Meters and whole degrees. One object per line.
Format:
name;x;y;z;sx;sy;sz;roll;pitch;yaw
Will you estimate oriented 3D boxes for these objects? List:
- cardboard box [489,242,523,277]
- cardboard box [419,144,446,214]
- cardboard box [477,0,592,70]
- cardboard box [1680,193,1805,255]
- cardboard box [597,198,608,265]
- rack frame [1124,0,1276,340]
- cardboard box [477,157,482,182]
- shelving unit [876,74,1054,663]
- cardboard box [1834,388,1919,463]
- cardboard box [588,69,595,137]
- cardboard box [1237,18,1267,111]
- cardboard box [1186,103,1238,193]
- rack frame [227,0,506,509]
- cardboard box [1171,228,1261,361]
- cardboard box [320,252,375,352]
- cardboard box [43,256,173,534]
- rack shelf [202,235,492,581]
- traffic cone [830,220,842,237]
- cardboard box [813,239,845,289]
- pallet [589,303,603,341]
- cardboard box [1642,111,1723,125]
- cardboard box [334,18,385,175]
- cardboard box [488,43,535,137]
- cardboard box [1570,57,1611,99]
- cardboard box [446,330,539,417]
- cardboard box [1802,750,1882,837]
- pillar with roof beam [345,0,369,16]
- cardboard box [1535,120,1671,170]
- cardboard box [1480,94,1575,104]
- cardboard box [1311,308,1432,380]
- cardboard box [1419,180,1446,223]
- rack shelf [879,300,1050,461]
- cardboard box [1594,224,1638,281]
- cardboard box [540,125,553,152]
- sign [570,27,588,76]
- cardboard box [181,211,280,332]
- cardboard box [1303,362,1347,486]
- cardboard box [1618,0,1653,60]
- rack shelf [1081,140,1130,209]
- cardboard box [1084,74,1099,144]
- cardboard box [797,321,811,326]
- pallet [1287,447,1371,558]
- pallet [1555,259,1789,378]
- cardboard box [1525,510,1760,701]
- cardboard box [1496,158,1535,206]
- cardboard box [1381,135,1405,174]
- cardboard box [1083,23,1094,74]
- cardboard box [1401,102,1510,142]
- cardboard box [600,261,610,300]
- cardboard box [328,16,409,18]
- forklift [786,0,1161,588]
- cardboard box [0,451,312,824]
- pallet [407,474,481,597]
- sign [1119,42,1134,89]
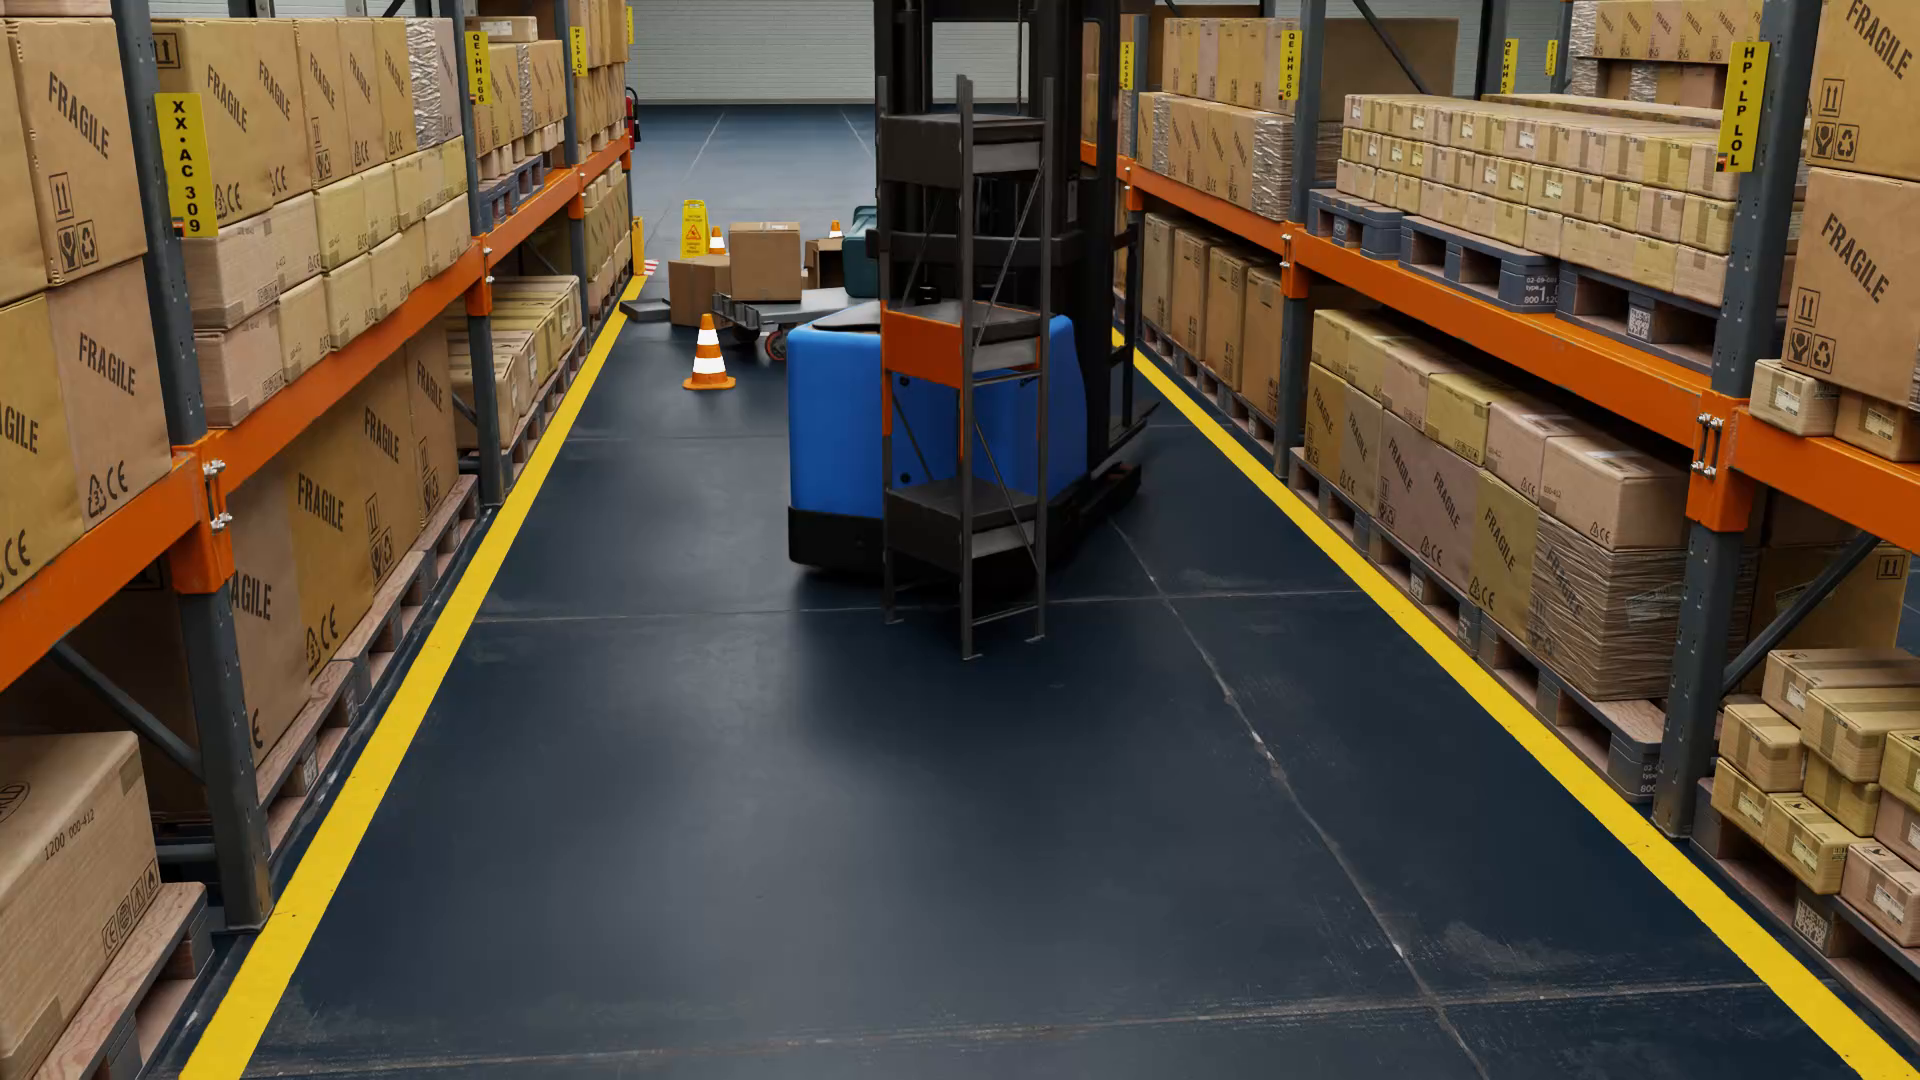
cardboard box;-3.497;-2.197;12.303;0.500;0.500;0.500;-2;18;-6
cardboard box;-2.397;-1.468;6.762;0.500;0.250;0.500;-2;18;-7
cardboard box;-2.998;-3.587;11.761;0.700;0.500;0.500;-2;18;-6
cardboard box;2.332;-0.917;4.811;0.380;0.149;0.250;-1;17;-4
cardboard box;-3.028;-2.372;12.862;0.500;0.500;0.500;-1;17;-3
rack frame;1.745;-2.965;12.115;1.000;3.000;0.127;-2;18;-6
cardboard box;-2.600;-1.859;8.309;0.380;0.149;0.250;-3;18;-9
shelving unit;0.015;-0.640;6.209;0.431;2.100;0.503;-14;22;-37
cardboard box;2.374;-0.293;4.021;0.380;0.149;0.250;-1;17;-4
cardboard box;-3.012;-3.260;12.391;0.500;0.500;0.500;-2;18;-6
cardboard box;2.012;-2.736;9.547;0.700;0.500;0.500;-2;18;-6
cardboard box;1.685;-2.397;10.138;0.500;0.500;0.500;-2;17;-5
rack frame;-2.756;-1.591;7.736;1.000;3.000;0.127;-2;18;-6
cardboard box;1.994;-1.623;10.893;1.050;0.750;0.750;-2;18;-6
cardboard box;-2.218;-0.774;5.384;0.500;0.250;0.500;-2;18;-6
cardboard box;-2.041;-0.316;3.510;0.500;0.500;0.500;-2;18;-5
rack shelf;-2.550;-0.651;5.945;1.077;0.370;4.000;-2;18;-6
traffic cone;-1.185;-2.811;15.858;0.336;0.463;0.334;-2;18;-6
cardboard box;-0.777;-2.124;13.377;0.797;0.637;0.503;-2;18;-6
pallet;-3.273;-1.651;12.583;1.003;0.211;1.213;-2;18;-6
cardboard box;2.821;-1.543;6.310;0.380;0.149;0.250;-1;17;-4
cardboard box;-2.292;-1.518;5.667;0.500;0.500;0.500;-2;18;-7
cardboard box;-2.738;-2.584;9.535;0.500;0.500;0.500;-2;18;-8
cardboard box;6.305;-4.305;15.719;0.875;0.500;0.500;-2;18;-6
cardboard box;-2.888;-0.925;9.303;0.950;0.372;0.625;-2;18;-7
cardboard box;2.404;0.627;4.235;0.380;0.149;0.250;-2;18;-5
pillar with roof beam;-6.917;-11.942;30.693;9.100;9.000;0.400;-2;18;-6
cardboard box;2.232;-1.368;5.753;0.380;0.149;0.250;-2;18;-7
cardboard box;2.664;-2.006;7.784;0.380;0.149;0.250;-2;18;-8
cardboard box;1.988;-0.926;7.840;0.500;0.250;0.500;-3;18;-8
cardboard box;2.118;-1.395;6.830;0.380;0.149;0.250;-1;17;-4
rack shelf;0.015;-0.627;6.213;0.431;0.518;0.480;-14;22;-37
cardboard box;2.281;-0.926;5.338;0.380;0.149;0.250;-2;18;-6
cardboard box;-2.739;-2.487;10.311;0.380;0.149;0.250;-2;18;-5
sign;-2.617;-3.353;11.416;0.100;0.325;0.005;-2;18;-6
cardboard box;-2.108;-0.706;4.332;0.500;0.250;0.500;-2;18;-7
cardboard box;1.976;-0.563;7.934;0.500;0.500;0.500;-3;18;-8
cardboard box;6.159;-4.476;14.595;0.500;0.500;0.500;-2;18;-6
rack shelf;1.538;-3.218;14.120;1.077;0.370;4.000;-2;18;-6
cardboard box;1.522;-3.629;13.978;0.875;0.550;0.500;-2;18;-6
cardboard box;-1.118;-1.787;12.925;0.396;0.266;0.258;16;24;42
pallet;2.236;-0.210;7.995;1.003;0.211;1.213;-2;18;-6
pallet;2.636;-0.723;5.291;1.003;0.211;1.213;-2;18;-6
cardboard box;2.243;0.198;5.512;0.500;0.500;0.500;-2;18;-7
cardboard box;2.193;-1.309;6.062;0.380;0.149;0.250;-2;18;-5
cardboard box;2.068;-1.686;7.260;0.380;0.149;0.250;-2;18;-7
cardboard box;1.403;-4.300;14.313;0.875;0.550;0.550;-2;18;-6
cardboard box;2.090;-1.762;7.007;0.380;0.149;0.250;-3;18;-8
cardboard box;-3.027;-2.014;12.973;0.500;0.250;0.500;-1;17;-3
cardboard box;-3.205;-2.769;9.041;0.380;0.149;0.250;-3;18;-8
forklift;0.274;-1.601;7.884;1.130;2.935;3.031;7;19;20
cardboard box;-2.487;0.232;4.775;0.875;0.875;0.875;-1;17;-4
pallet;-2.750;-0.023;7.398;1.003;0.211;1.213;-2;18;-6
sign;1.193;-3.399;11.917;0.100;0.325;0.005;-2;18;-6
